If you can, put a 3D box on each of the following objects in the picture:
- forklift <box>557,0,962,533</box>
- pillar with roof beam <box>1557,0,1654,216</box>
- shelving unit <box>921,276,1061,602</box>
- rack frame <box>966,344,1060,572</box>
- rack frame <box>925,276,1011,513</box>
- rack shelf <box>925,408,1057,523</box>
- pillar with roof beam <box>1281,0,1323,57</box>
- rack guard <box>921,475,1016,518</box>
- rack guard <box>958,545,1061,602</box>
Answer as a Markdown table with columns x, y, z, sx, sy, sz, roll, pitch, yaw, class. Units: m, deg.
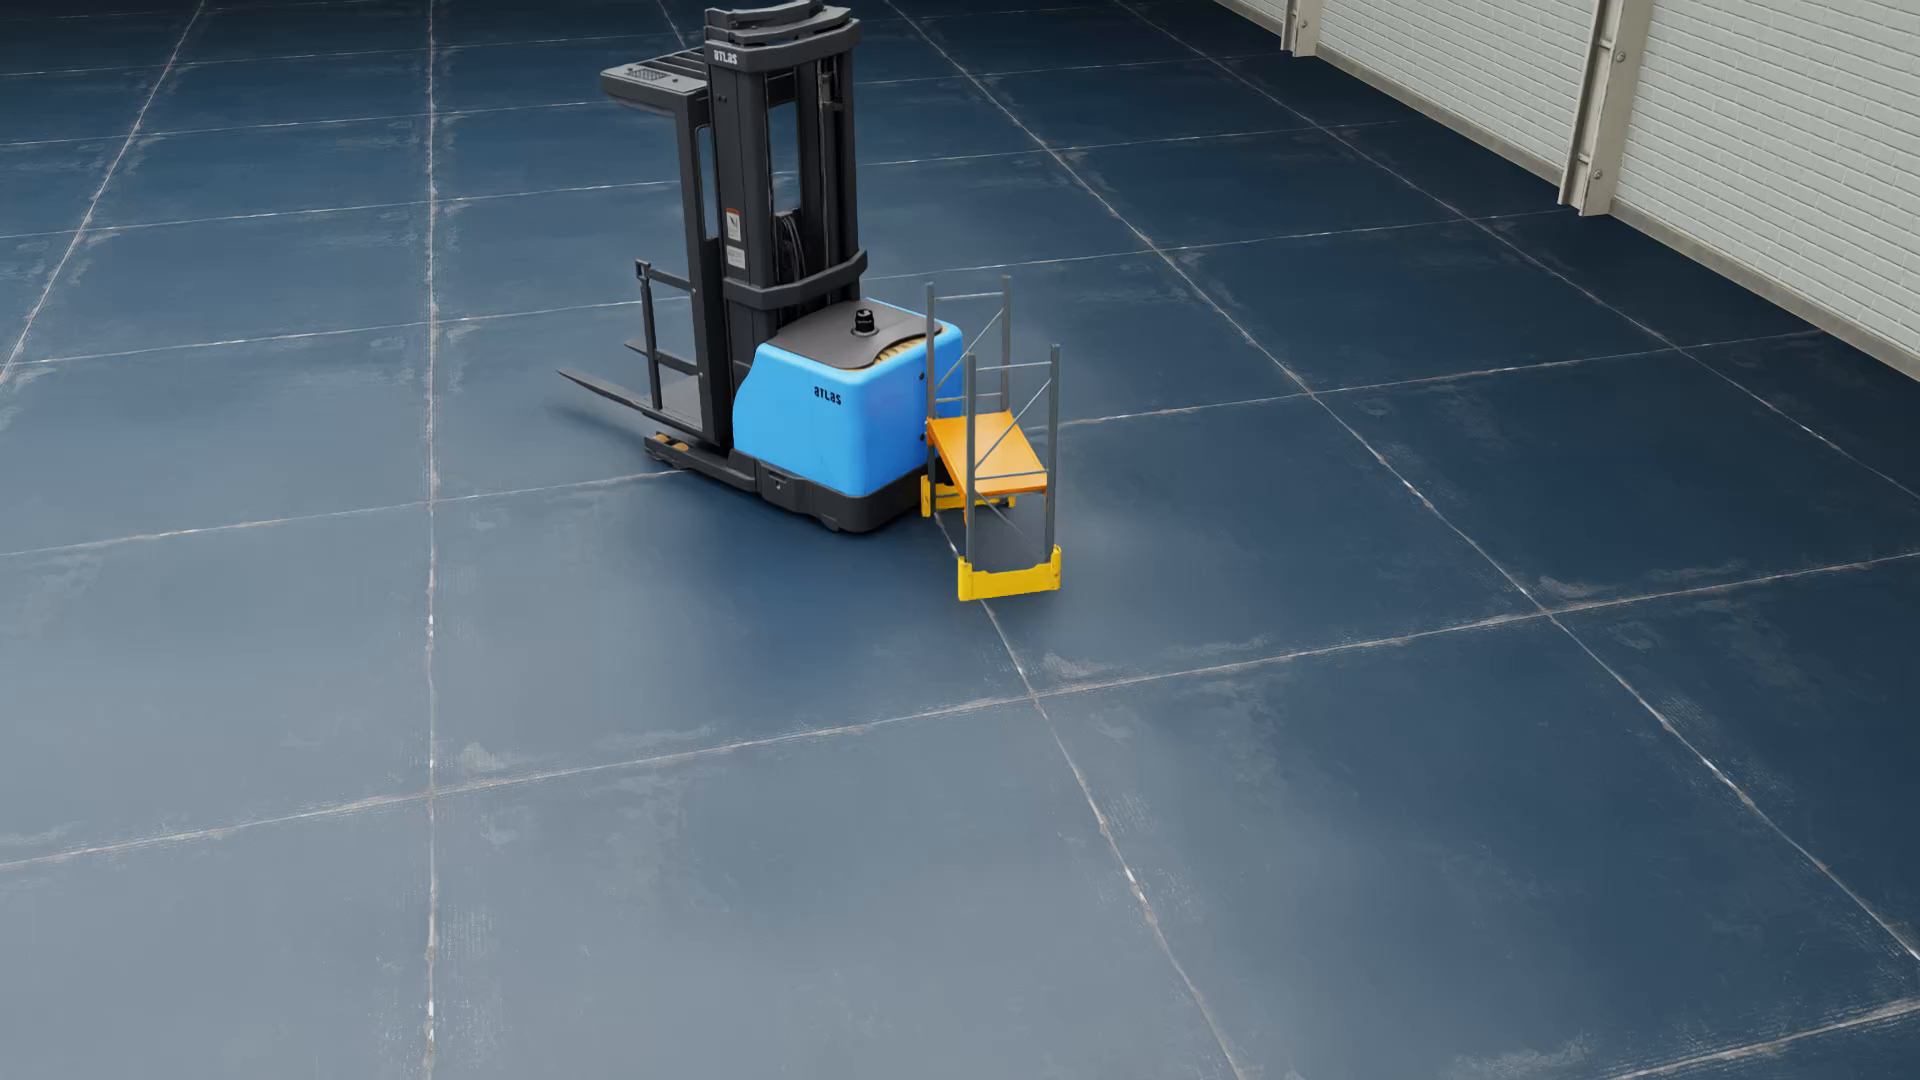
| x | y | z | sx | sy | sz | roll | pitch | yaw | class |
| --- | --- | --- | --- | --- | --- | --- | --- | --- | --- |
| -1.431 | -1.912 | 10.358 | 3.031 | 2.935 | 1.130 | 22 | 37 | 33 | forklift |
| 1.568 | -6.365 | 11.995 | 9.100 | 9.000 | 0.400 | -8 | 31 | -13 | pillar with roof beam |
| 0.166 | -0.595 | 9.512 | 0.587 | 1.500 | 1.083 | -7 | 31 | -11 | shelving unit |
| 0.280 | -0.351 | 9.091 | 0.500 | 1.500 | 0.032 | -7 | 31 | -11 | rack frame |
| 0.048 | -0.847 | 9.948 | 0.500 | 1.500 | 0.032 | -7 | 31 | -11 | rack frame |
| 0.164 | -0.444 | 9.610 | 0.538 | 0.185 | 1.000 | -7 | 31 | -11 | rack shelf |
| -0.024 | -9.263 | 17.001 | 9.100 | 9.000 | 0.400 | -8 | 31 | -13 | pillar with roof beam |
| 0.053 | -0.297 | 10.245 | 0.587 | 0.250 | 0.087 | -7 | 31 | -11 | rack guard |
| 0.280 | 0.189 | 9.405 | 0.587 | 0.250 | 0.087 | -7 | 31 | -11 | rack guard |
